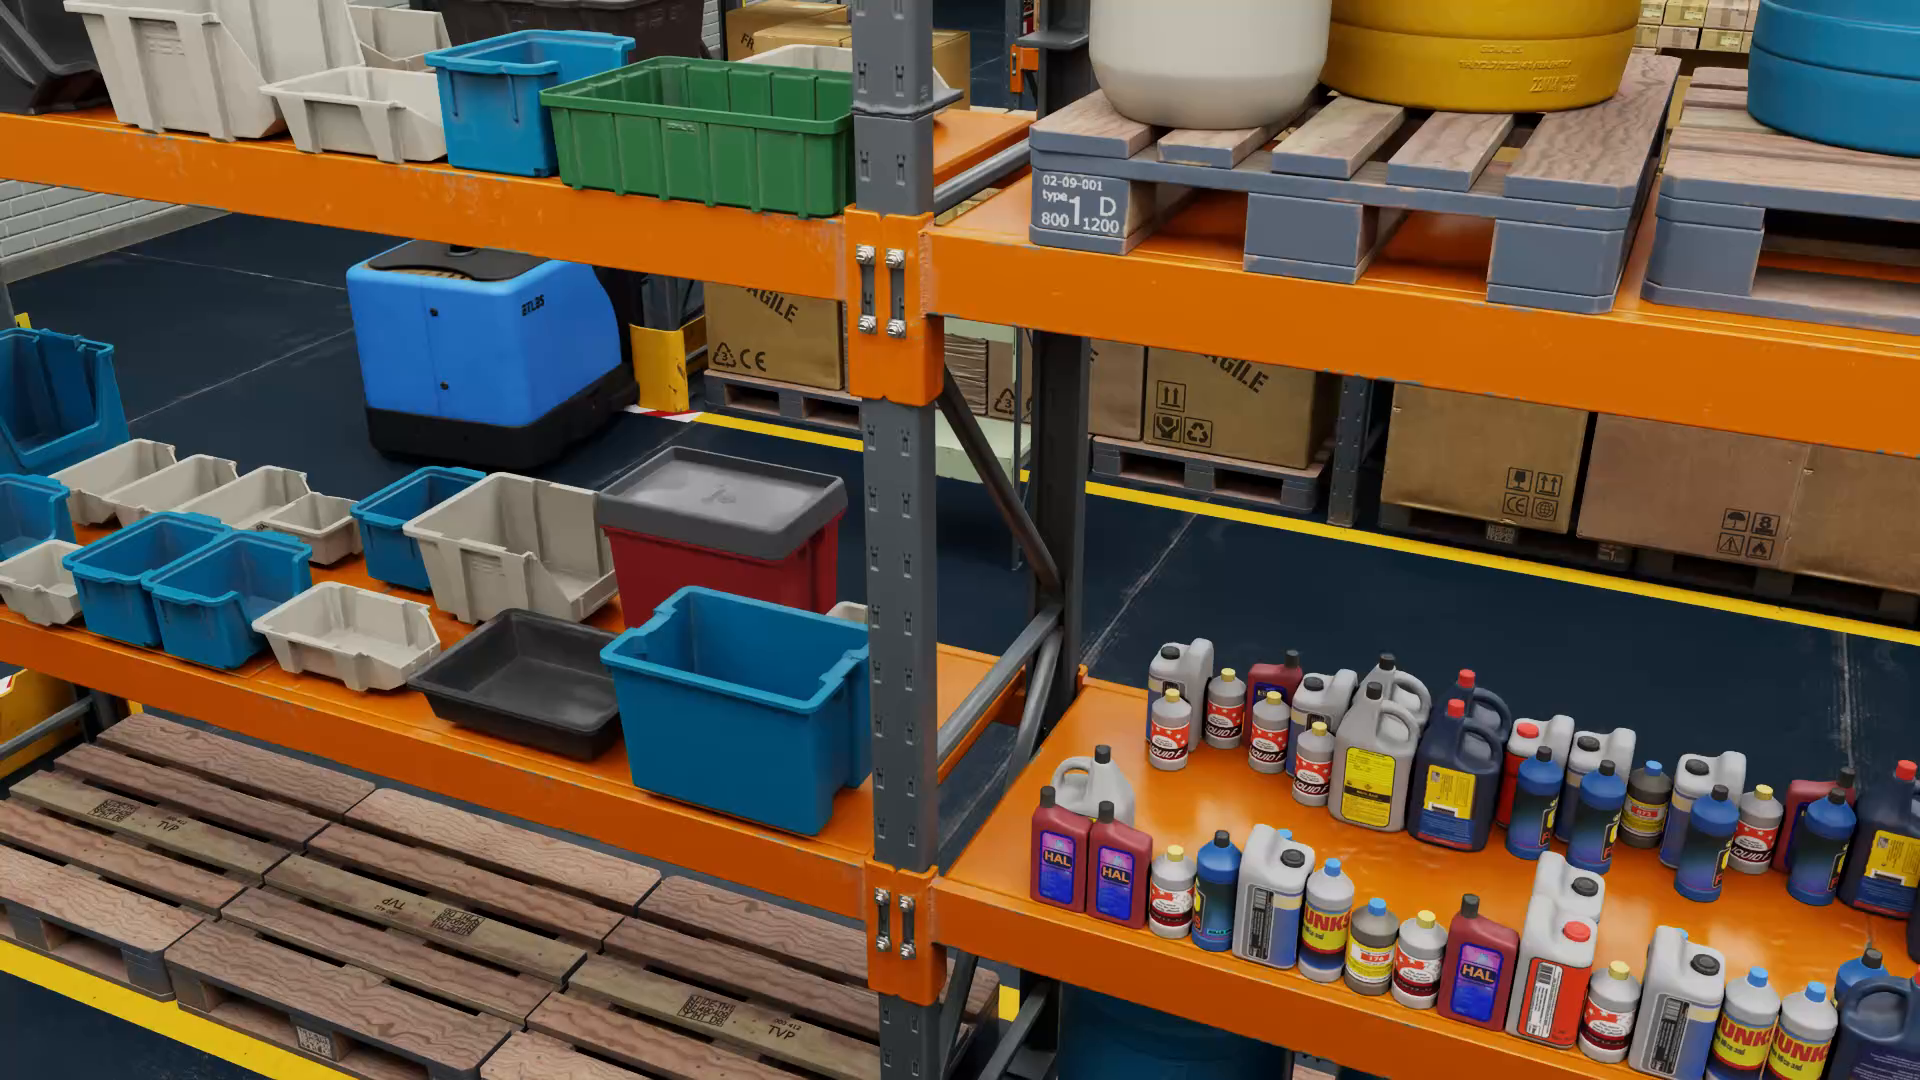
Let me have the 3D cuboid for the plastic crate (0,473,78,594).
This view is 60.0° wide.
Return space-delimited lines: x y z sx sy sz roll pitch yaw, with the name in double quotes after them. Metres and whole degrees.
-2.889 -0.005 4.986 0.300 0.233 0.416 11 28 22 "plastic crate"

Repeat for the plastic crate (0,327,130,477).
-3.194 -0.408 5.575 0.499 0.435 0.616 11 28 22 "plastic crate"

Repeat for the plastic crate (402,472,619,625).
-1.249 0.053 4.813 0.530 0.282 0.437 11 28 22 "plastic crate"

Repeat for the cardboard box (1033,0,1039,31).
0.913 -4.304 13.146 0.500 0.500 0.500 13 29 24 "cardboard box"

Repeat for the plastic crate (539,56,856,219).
-0.446 -0.827 3.377 0.662 0.188 0.450 11 28 22 "plastic crate"

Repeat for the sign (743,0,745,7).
-1.289 -3.184 9.743 0.005 0.325 0.100 11 28 22 "sign"

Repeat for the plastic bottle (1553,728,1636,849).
1.472 0.561 3.854 0.135 0.276 0.152 11 28 22 "plastic bottle"

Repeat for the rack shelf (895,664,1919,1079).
1.886 1.068 3.498 4.000 0.370 1.077 11 28 22 "rack shelf"

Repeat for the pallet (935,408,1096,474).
0.341 -0.753 9.541 1.213 0.211 1.003 11 28 22 "pallet"

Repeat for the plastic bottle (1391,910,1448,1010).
0.933 0.842 3.369 0.097 0.201 0.097 0 26 0 "plastic bottle"

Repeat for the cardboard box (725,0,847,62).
-0.974 -2.762 9.448 0.500 0.500 0.500 12 29 22 "cardboard box"

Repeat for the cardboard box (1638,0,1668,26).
4.685 -3.624 11.351 0.250 0.149 0.380 12 29 23 "cardboard box"

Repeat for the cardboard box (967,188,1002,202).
0.208 -1.934 8.615 0.500 0.250 0.500 11 28 21 "cardboard box"

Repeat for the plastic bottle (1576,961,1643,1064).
1.266 0.909 3.234 0.097 0.201 0.097 0 26 0 "plastic bottle"

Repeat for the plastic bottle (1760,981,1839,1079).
1.565 0.937 3.096 0.097 0.271 0.097 0 26 0 "plastic bottle"

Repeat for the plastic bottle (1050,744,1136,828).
0.288 0.604 3.683 0.185 0.351 0.144 11 28 22 "plastic bottle"

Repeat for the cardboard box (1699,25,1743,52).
5.137 -3.399 11.229 0.250 0.149 0.380 10 28 20 "cardboard box"

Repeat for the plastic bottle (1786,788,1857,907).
1.896 0.665 3.649 0.097 0.271 0.097 0 26 0 "plastic bottle"

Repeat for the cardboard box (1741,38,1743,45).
5.650 -3.482 11.735 0.250 0.149 0.380 10 28 20 "cardboard box"

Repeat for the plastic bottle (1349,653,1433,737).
1.037 0.439 4.019 0.185 0.351 0.144 11 28 22 "plastic bottle"

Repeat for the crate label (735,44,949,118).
-0.261 -1.053 3.896 0.466 0.136 0.293 11 28 22 "crate label"

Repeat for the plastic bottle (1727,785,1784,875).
1.800 0.647 3.764 0.097 0.201 0.097 0 26 0 "plastic bottle"

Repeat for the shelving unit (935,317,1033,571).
0.006 -0.672 7.916 0.755 1.500 0.431 11 28 22 "shelving unit"

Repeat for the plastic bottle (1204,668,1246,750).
0.674 0.421 4.223 0.097 0.201 0.097 0 26 0 "plastic bottle"

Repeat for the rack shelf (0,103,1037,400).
-1.756 -1.009 4.321 4.000 0.370 1.077 11 28 22 "rack shelf"

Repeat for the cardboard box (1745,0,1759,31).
5.377 -3.483 11.065 0.250 0.149 0.380 11 28 21 "cardboard box"

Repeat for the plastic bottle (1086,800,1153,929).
0.344 0.695 3.574 0.133 0.283 0.061 11 28 22 "plastic bottle"

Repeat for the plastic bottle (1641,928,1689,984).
1.417 0.865 3.322 0.097 0.201 0.097 0 26 0 "plastic bottle"

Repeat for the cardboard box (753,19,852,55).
-0.746 -2.458 8.830 0.500 0.500 0.500 11 28 21 "cardboard box"

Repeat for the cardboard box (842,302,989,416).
-0.082 -1.327 9.479 0.875 0.875 0.875 11 28 22 "cardboard box"

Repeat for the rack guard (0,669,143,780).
-3.604 0.771 6.118 0.348 0.500 1.175 11 28 22 "rack guard"

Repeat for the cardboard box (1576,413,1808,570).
3.520 -0.575 7.951 0.875 0.875 1.225 10 28 20 "cardboard box"

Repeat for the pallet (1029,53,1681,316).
0.819 -0.777 3.250 1.003 0.211 1.213 11 28 22 "pallet"

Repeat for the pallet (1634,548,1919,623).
3.963 -0.027 8.066 1.213 0.211 1.003 11 28 22 "pallet"

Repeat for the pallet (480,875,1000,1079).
-0.620 1.512 4.939 1.213 0.211 1.003 11 28 22 "pallet"

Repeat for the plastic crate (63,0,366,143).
-1.687 -1.115 3.856 0.530 0.282 0.437 11 28 22 "plastic crate"

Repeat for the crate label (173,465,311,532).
-2.238 -0.084 5.255 0.243 0.136 0.396 11 28 22 "crate label"

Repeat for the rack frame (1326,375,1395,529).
2.115 -1.611 8.127 0.127 3.000 1.000 11 28 22 "rack frame"

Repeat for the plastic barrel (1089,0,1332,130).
0.440 -1.018 2.897 0.433 0.535 0.433 0 26 0 "plastic barrel"

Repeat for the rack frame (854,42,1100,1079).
0.065 0.380 4.082 0.127 3.000 1.000 11 28 22 "rack frame"

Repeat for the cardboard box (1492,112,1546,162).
2.700 -1.993 7.653 0.637 0.503 0.797 11 28 20 "cardboard box"

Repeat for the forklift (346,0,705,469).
-2.298 -2.322 9.648 1.130 2.935 3.031 8 27 16 "forklift"

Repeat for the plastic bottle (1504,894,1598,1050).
1.171 0.843 3.283 0.135 0.276 0.152 11 28 22 "plastic bottle"

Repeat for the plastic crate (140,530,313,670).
-2.016 0.170 4.630 0.300 0.233 0.416 11 28 22 "plastic crate"

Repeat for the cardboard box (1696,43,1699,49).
4.909 -3.310 11.387 0.250 0.149 0.380 12 28 22 "cardboard box"

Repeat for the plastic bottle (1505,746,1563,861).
1.314 0.592 3.796 0.097 0.271 0.097 0 26 0 "plastic bottle"

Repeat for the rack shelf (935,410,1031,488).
0.006 -0.379 8.060 0.720 0.370 0.431 11 28 22 "rack shelf"

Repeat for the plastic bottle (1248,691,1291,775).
0.771 0.470 4.124 0.097 0.201 0.097 0 26 0 "plastic bottle"

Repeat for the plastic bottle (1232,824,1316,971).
0.662 0.740 3.491 0.135 0.276 0.152 11 28 22 "plastic bottle"
